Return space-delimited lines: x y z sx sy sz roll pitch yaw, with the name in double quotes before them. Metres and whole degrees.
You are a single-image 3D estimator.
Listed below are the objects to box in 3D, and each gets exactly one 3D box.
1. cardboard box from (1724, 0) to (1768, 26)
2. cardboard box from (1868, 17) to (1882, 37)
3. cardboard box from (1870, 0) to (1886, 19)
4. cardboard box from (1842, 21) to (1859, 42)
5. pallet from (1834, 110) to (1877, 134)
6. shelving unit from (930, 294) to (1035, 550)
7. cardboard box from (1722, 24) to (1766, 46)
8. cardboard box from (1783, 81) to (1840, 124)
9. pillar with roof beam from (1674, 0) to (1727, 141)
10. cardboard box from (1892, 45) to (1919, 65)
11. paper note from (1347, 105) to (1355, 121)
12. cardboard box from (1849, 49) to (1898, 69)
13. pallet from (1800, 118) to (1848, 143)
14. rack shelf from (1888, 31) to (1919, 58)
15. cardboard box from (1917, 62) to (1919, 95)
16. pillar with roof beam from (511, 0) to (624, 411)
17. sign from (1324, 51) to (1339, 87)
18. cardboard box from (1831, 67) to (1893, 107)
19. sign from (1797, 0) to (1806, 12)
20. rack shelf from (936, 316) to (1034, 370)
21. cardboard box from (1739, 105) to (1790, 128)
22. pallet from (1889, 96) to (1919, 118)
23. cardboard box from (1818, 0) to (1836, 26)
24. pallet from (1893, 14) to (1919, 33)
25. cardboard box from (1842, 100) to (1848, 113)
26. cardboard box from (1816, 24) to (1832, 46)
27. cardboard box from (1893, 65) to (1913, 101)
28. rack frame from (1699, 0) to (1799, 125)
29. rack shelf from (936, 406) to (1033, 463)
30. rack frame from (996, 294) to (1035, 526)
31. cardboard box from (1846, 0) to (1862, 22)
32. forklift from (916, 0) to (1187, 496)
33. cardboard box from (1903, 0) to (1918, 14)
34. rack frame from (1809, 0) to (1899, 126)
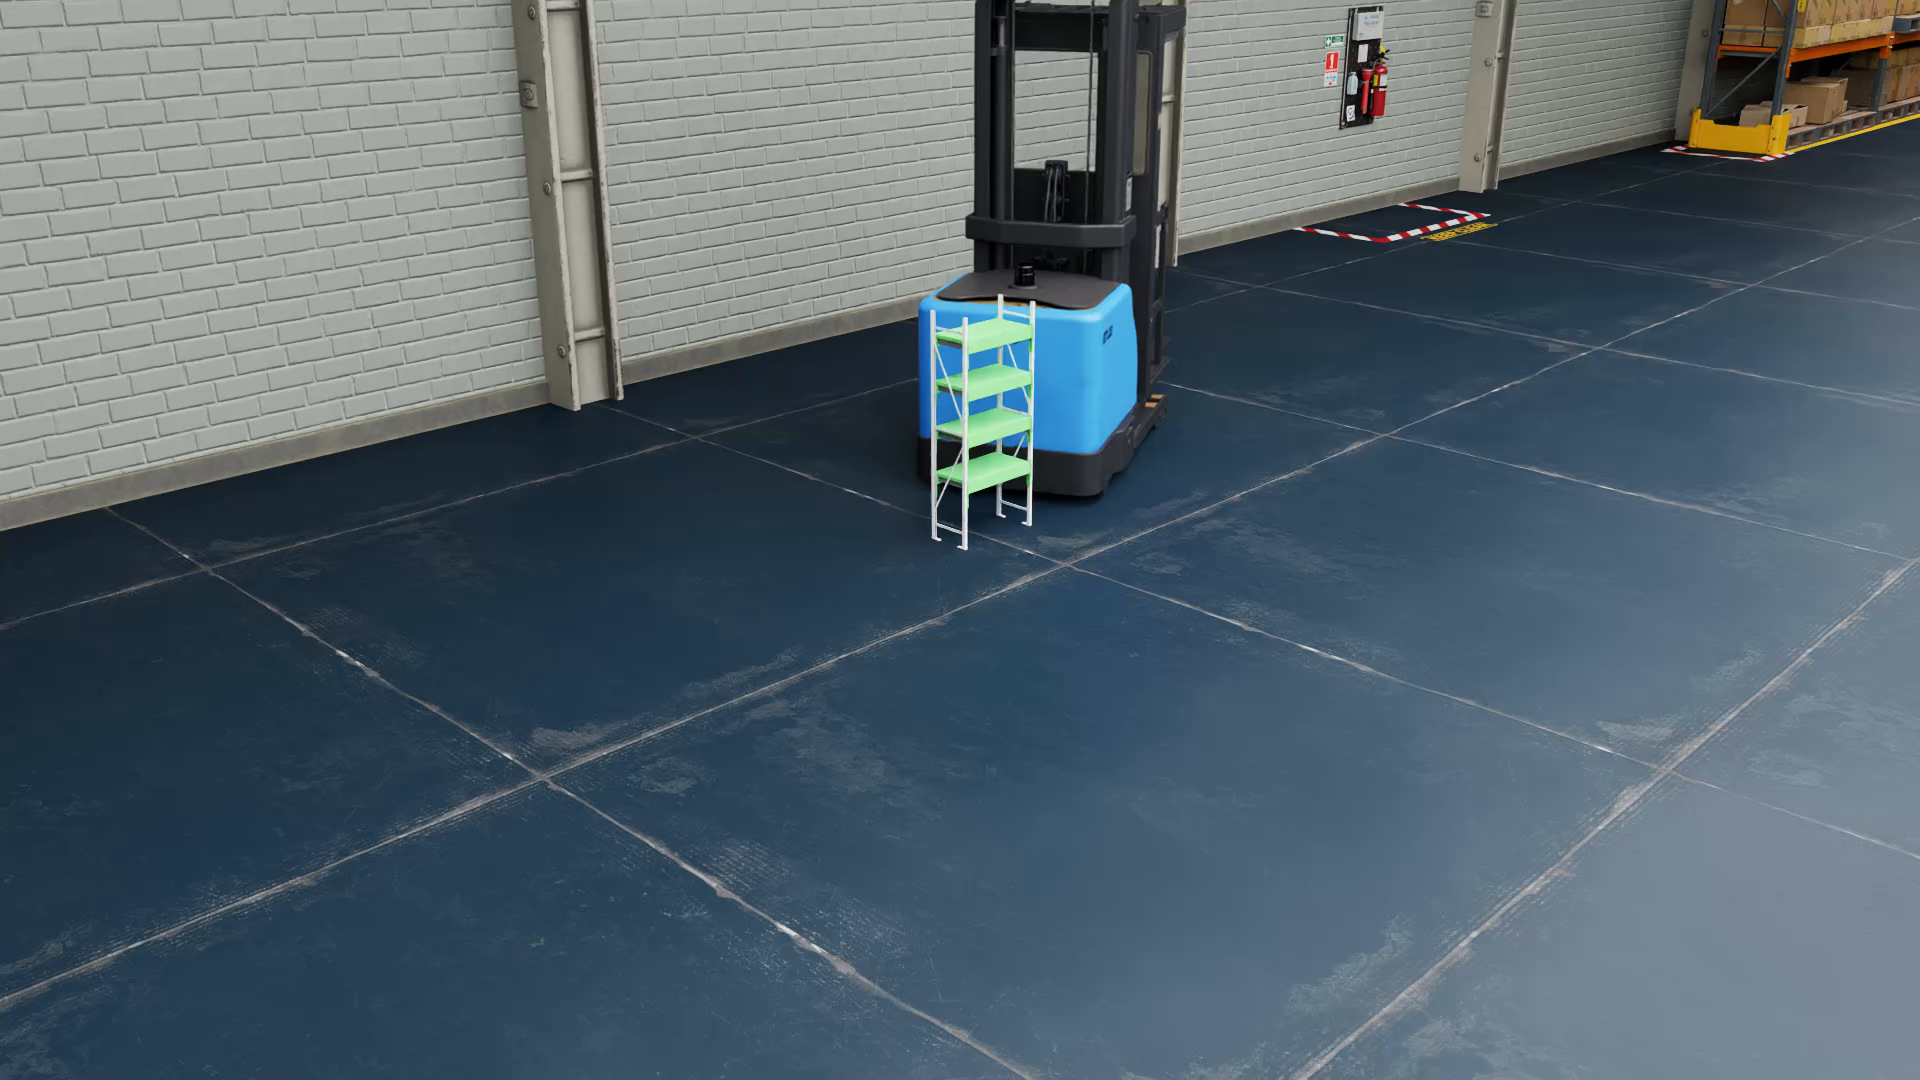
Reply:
"cardboard box" 10.397 -7.018 21.787 0.500 0.500 0.500 19 28 40
"cardboard box" 12.544 -7.198 23.301 0.500 0.250 0.500 19 28 41
"cardboard box" 12.558 -7.543 23.154 0.500 0.500 0.500 19 28 40
"cardboard box" 11.854 -6.935 22.618 0.500 0.250 0.500 20 28 41
"pallet" 12.567 -6.099 24.148 1.003 0.211 1.213 19 28 41
"shelving unit" 0.115 -0.603 8.470 0.258 1.200 0.503 19 28 41
"cardboard box" 10.407 -6.662 21.907 0.500 0.250 0.500 -20 28 -41
"cardboard box" 11.713 -6.070 23.058 0.700 0.500 0.500 17 27 37
"pillar with roof beam" 13.173 -8.673 18.597 9.100 9.000 0.400 19 28 41
"cardboard box" 14.538 -7.536 25.827 0.500 0.250 0.500 19 28 40
"paper note" 3.979 -4.343 16.920 0.016 0.148 0.142 19 28 41
"cardboard box" 13.817 -7.278 25.155 0.500 0.250 0.500 19 28 40
"pallet" 11.716 -5.784 23.328 1.003 0.211 1.213 19 28 41
"rack shelf" 14.406 -7.760 25.587 1.077 0.370 4.000 19 28 41
"cardboard box" 14.893 -7.347 26.381 0.700 0.500 0.500 19 28 41
"pillar with roof beam" 0.616 -4.046 6.559 9.100 9.000 0.400 19 28 41
"sign" 3.692 -4.683 16.527 0.001 0.329 0.234 19 28 41
"cardboard box" 13.512 -6.814 24.993 0.500 0.500 0.700 -19 28 -40
"sign" 10.609 -6.822 20.936 0.100 0.325 0.005 19 28 41
"rack shelf" 0.115 -0.991 8.321 0.258 0.148 0.480 19 28 41
"cardboard box" 10.767 -5.659 22.253 0.500 0.311 0.500 15 26 35
"pallet" 14.404 -6.796 25.962 1.003 0.211 1.213 19 28 41
"cardboard box" 11.120 -7.015 21.781 0.500 0.500 0.500 19 28 41
"pallet" 13.648 -7.653 24.571 1.003 0.211 1.213 19 28 41
"cardboard box" 12.659 -6.320 24.172 0.380 0.166 0.250 15 26 34
"cardboard box" 11.140 -6.676 21.944 0.500 0.250 0.500 18 28 39
"cardboard box" 14.222 -7.080 25.686 0.700 0.500 0.500 20 28 41
"rack frame" 10.220 -6.554 21.445 1.000 3.000 0.127 19 28 41
"rack shelf" 0.115 -0.543 8.493 0.258 0.148 0.480 19 28 41
"rack frame" 0.286 -0.665 8.633 0.240 1.200 0.015 19 28 41
"cardboard box" 11.837 -7.282 22.476 0.500 0.500 0.500 -19 28 -40
"forklift" 0.692 -2.101 9.954 1.130 2.935 3.031 7 22 16
"cardboard box" 13.785 -8.098 24.710 0.500 0.500 0.700 -17 27 -37
"rack frame" 13.011 -7.582 24.120 1.000 3.000 0.127 19 28 41
